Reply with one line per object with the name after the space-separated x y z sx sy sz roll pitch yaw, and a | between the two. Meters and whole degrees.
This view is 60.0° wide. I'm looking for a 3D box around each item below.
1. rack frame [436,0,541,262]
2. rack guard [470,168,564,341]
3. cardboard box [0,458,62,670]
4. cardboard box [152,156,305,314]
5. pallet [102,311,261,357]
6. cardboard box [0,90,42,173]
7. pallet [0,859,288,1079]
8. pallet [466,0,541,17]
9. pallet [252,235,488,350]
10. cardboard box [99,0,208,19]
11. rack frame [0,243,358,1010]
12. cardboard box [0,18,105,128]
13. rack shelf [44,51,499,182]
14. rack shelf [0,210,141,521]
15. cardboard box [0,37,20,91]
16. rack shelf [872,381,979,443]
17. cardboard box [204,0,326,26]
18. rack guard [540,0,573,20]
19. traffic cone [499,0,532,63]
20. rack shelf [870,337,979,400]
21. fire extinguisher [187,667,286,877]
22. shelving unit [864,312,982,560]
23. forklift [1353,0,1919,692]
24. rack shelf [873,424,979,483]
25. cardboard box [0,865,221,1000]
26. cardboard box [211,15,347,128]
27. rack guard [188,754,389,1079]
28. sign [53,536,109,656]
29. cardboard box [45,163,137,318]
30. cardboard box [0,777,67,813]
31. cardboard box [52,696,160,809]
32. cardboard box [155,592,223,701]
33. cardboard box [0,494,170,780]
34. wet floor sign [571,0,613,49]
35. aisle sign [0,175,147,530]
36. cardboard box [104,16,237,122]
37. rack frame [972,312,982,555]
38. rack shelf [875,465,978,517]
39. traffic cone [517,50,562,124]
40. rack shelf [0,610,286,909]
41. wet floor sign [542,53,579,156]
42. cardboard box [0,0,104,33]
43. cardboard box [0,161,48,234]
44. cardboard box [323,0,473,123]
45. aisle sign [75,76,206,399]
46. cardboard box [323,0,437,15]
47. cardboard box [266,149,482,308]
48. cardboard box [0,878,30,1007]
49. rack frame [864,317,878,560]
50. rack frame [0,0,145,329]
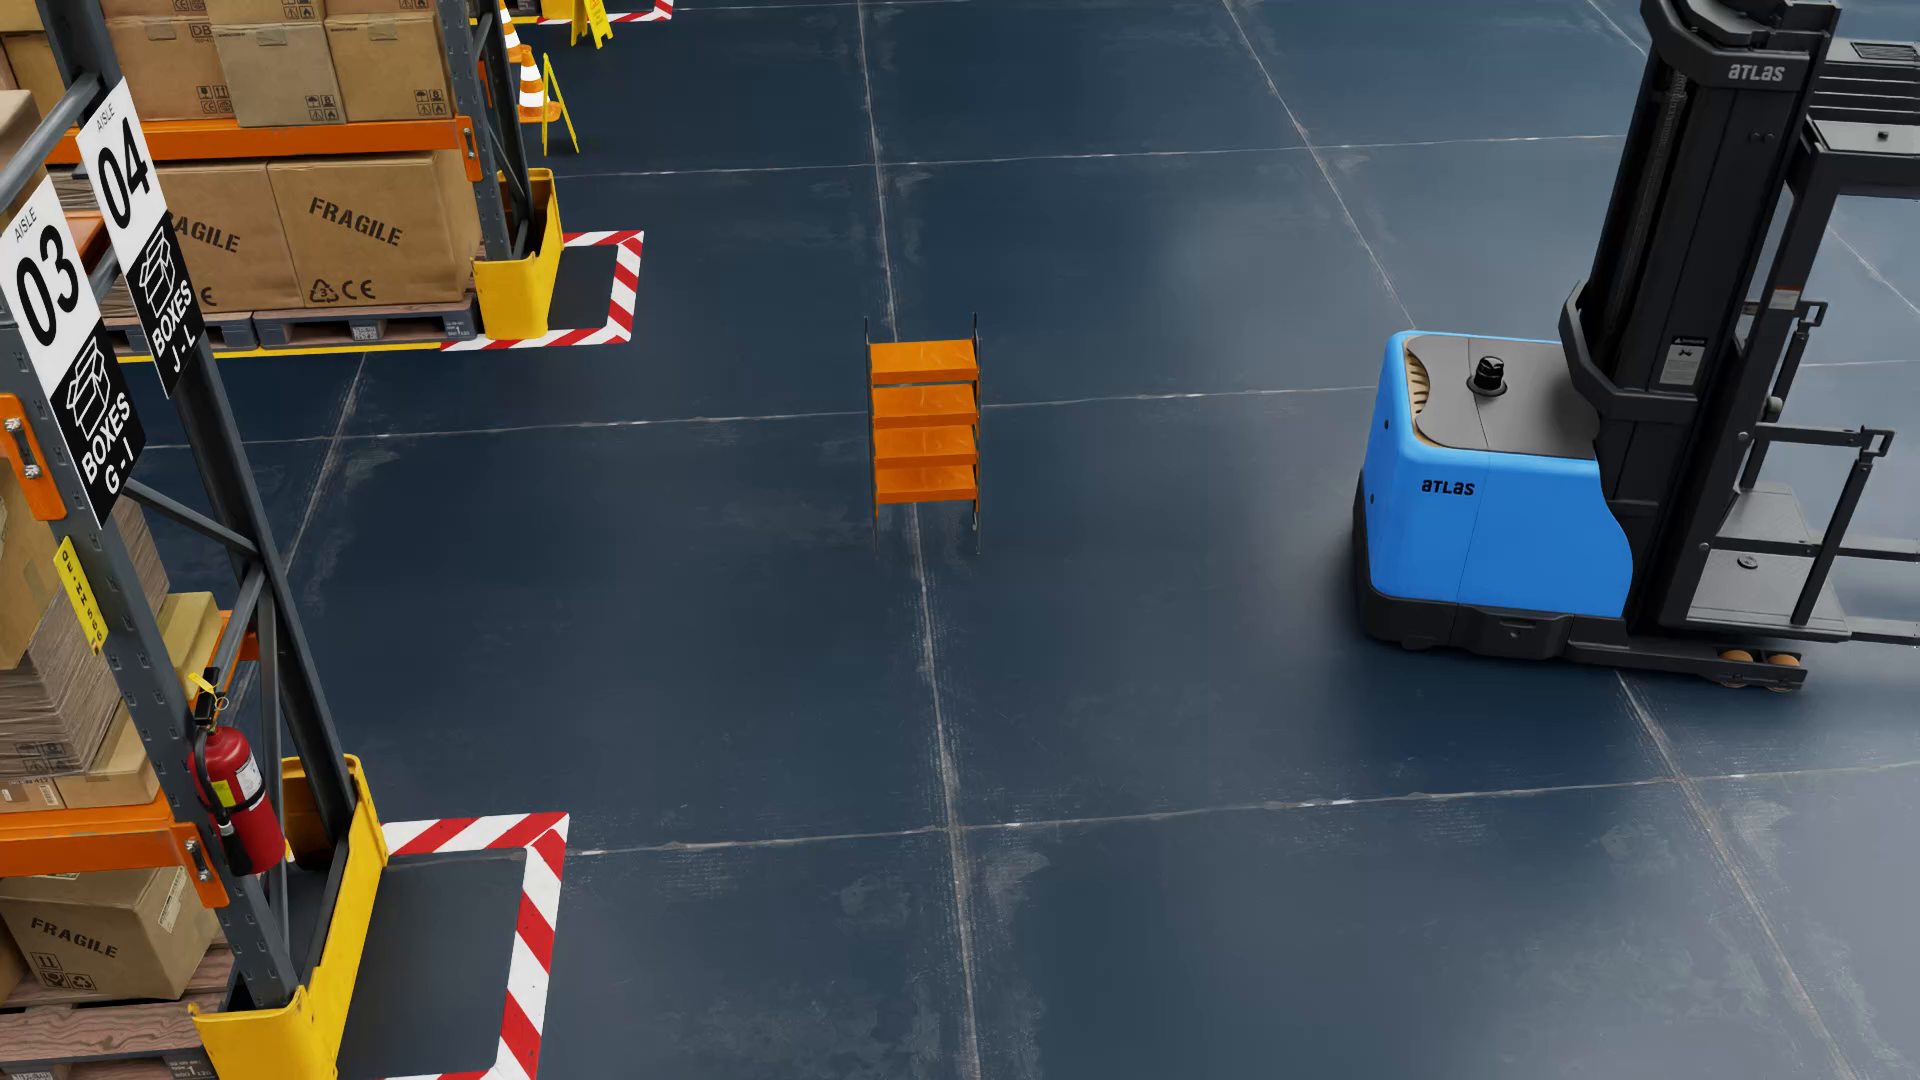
-2.625 -2.684 9.052 0.127 3.000 1.000 -3 38 -4 | rack frame
-2.601 -1.704 9.828 0.348 0.500 1.175 -3 38 -4 | rack guard
-2.813 0.016 4.502 0.500 0.500 0.500 -3 38 -4 | cardboard box
-4.171 -1.887 9.419 0.875 0.875 0.875 -4 38 -5 | cardboard box
-4.627 -1.432 9.717 1.213 0.211 1.003 -3 38 -4 | pallet
-2.581 -1.021 4.322 0.250 0.149 0.380 -3 38 -4 | cardboard box
-3.175 1.503 5.996 1.213 0.211 1.003 -3 38 -4 | pallet
-4.052 -4.611 13.746 1.213 0.211 1.003 -3 38 -4 | pallet
-3.415 -1.497 9.799 1.213 0.211 1.003 -3 38 -4 | pallet
-4.108 -3.136 8.633 0.550 0.550 0.875 -3 38 -4 | cardboard box
-2.287 0.382 5.167 0.127 3.000 1.000 -3 38 -4 | rack frame
-4.630 -2.643 8.879 0.500 0.550 0.875 -3 38 -4 | cardboard box
-4.617 -2.292 9.136 4.000 0.370 1.077 -3 38 -4 | rack shelf
-4.279 -0.404 4.321 4.000 0.370 1.077 -3 38 -4 | rack shelf
-5.149 -2.552 8.764 0.550 0.550 0.875 -3 38 -4 | cardboard box
-0.165 -0.585 7.592 0.480 0.148 0.258 -3 38 -4 | rack shelf
-3.538 -3.083 8.565 0.550 0.550 0.875 -3 38 -4 | cardboard box
-3.240 -4.747 13.685 0.348 0.500 1.175 -3 38 -4 | rack guard
-3.478 -3.917 12.663 0.334 0.463 0.336 -3 38 -4 | traffic cone
-0.165 -0.770 7.445 0.480 0.148 0.258 -3 38 -4 | rack shelf
-2.132 0.690 4.838 0.183 0.674 0.296 -3 38 -4 | fire extinguisher
-0.165 -0.462 7.689 0.503 1.200 0.258 -3 38 -4 | shelving unit
3.361 -0.843 6.775 3.031 2.935 1.130 5 39 7 | forklift
-0.165 -0.409 7.730 0.480 0.148 0.258 -3 38 -4 | rack shelf
-2.910 1.222 5.780 0.500 0.500 0.500 4 38 4 | cardboard box
-3.537 -2.651 8.889 0.550 0.550 0.875 -3 38 -4 | cardboard box
-2.362 1.367 5.936 0.348 0.500 1.175 -3 38 -4 | rack guard
-2.257 0.147 4.275 0.005 0.325 0.100 -3 38 -4 | sign
-5.079 -1.838 9.357 0.875 0.875 0.875 -3 38 -4 | cardboard box
-2.801 0.637 5.046 0.250 0.149 0.380 -3 38 -4 | cardboard box
-2.552 0.623 5.063 0.250 0.149 0.380 -3 38 -4 | cardboard box
-2.592 0.349 5.411 0.250 0.149 0.380 -3 38 -4 | cardboard box
-2.837 0.239 5.027 0.500 0.500 0.875 -3 38 -4 | cardboard box
-2.880 -4.159 12.822 0.232 0.644 0.267 9 39 12 | wet floor sign
-2.198 -0.457 4.131 0.004 0.787 0.394 -3 38 -4 | aisle sign
-4.106 -2.698 8.948 0.550 0.550 0.875 -3 38 -4 | cardboard box
0.078 -0.475 7.706 0.015 1.200 0.240 -3 38 -4 | rack frame
-0.165 -0.253 7.853 0.480 0.148 0.258 -3 38 -4 | rack shelf
-3.041 -3.251 11.819 0.334 0.463 0.336 -3 38 -4 | traffic cone
-4.279 0.774 5.250 4.000 0.370 1.077 -3 38 -4 | rack shelf
-2.772 -2.983 11.332 0.232 0.644 0.267 -9 39 -12 | wet floor sign
-4.624 -3.027 8.494 0.500 0.550 0.875 -3 38 -4 | cardboard box
-2.789 -0.870 4.453 0.500 0.250 0.500 -2 38 -3 | cardboard box
-2.991 -2.695 8.944 0.550 0.550 0.875 -3 38 -4 | cardboard box
-2.251 -0.827 4.600 0.004 0.787 0.394 -3 38 -4 | aisle sign
-2.998 -3.170 8.676 0.550 0.550 0.875 -3 38 -4 | cardboard box
-3.295 -1.937 9.481 0.875 0.875 0.875 -3 38 -4 | cardboard box
-3.502 1.276 5.712 0.500 0.500 0.500 6 39 8 | cardboard box
-0.408 -0.449 7.672 0.015 1.200 0.240 -3 38 -4 | rack frame
-2.287 -1.973 3.308 0.127 3.000 1.000 -3 38 -4 | rack frame
